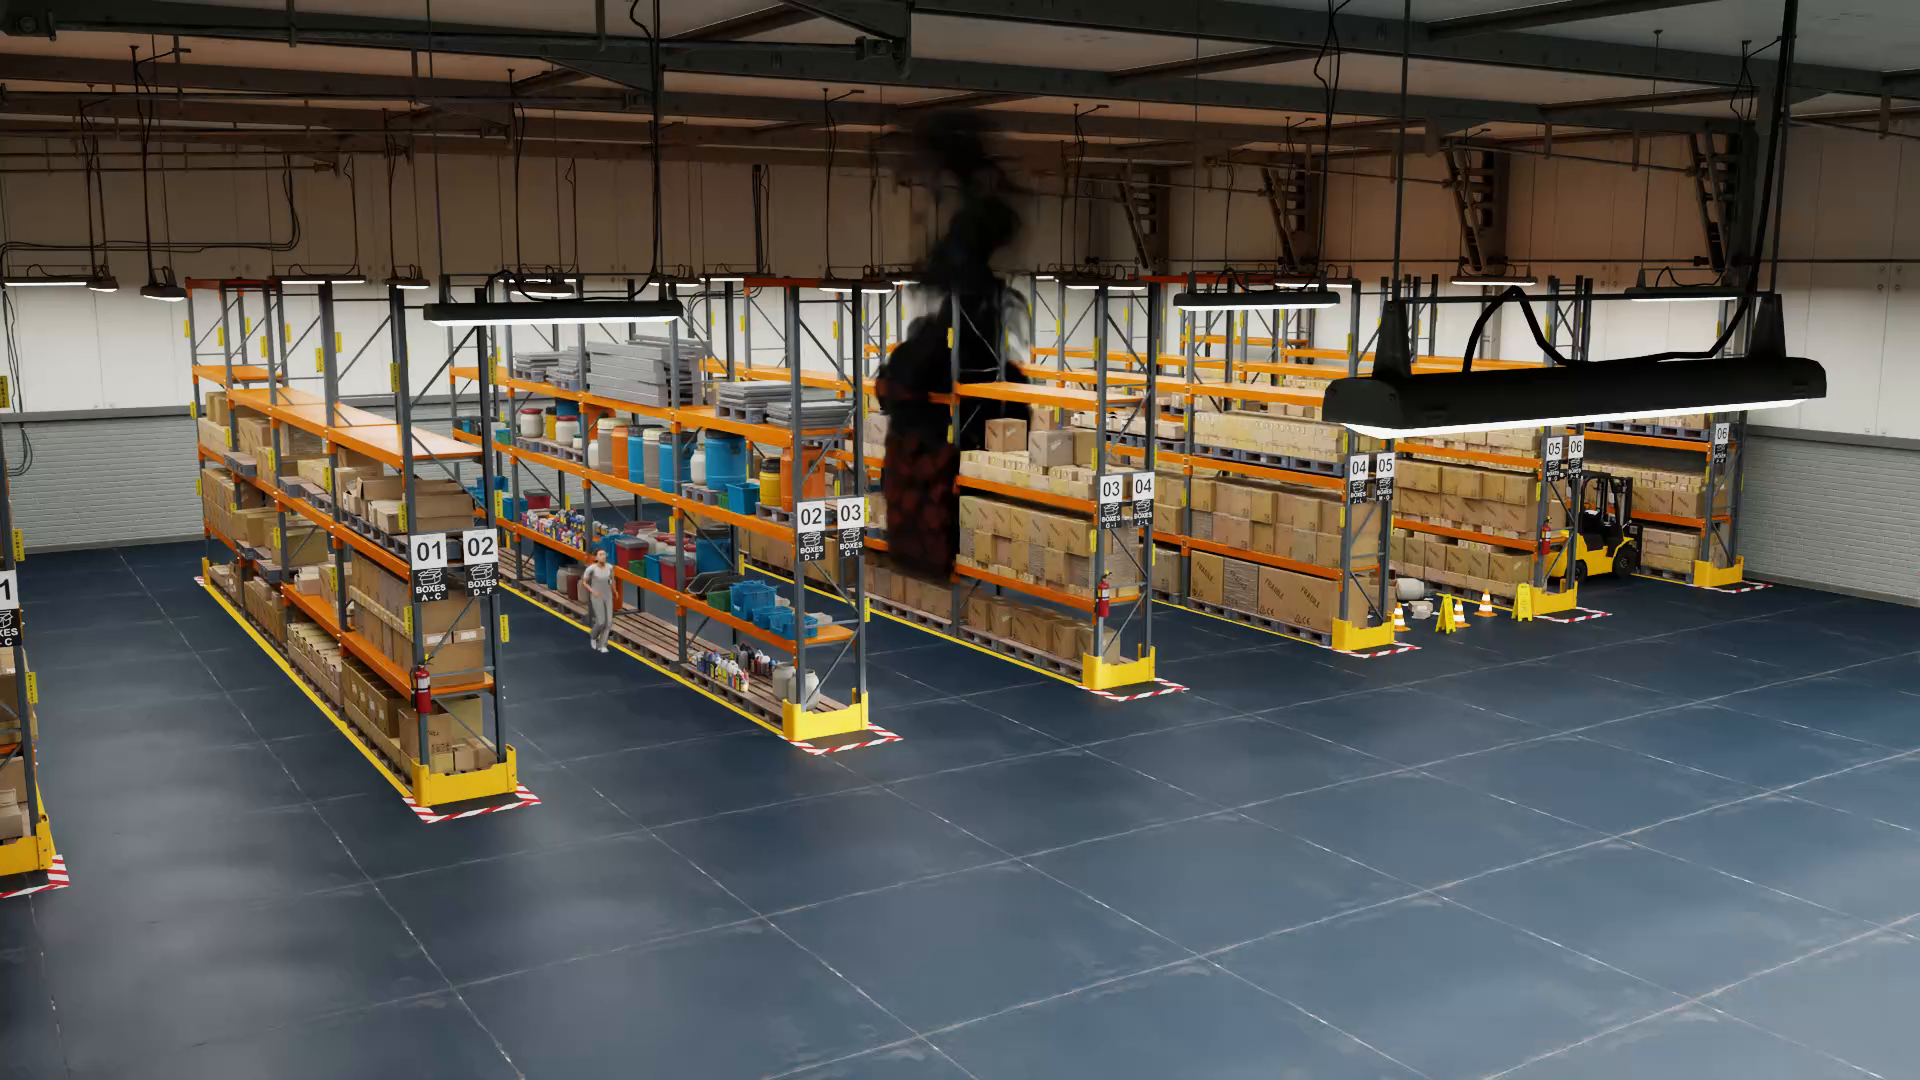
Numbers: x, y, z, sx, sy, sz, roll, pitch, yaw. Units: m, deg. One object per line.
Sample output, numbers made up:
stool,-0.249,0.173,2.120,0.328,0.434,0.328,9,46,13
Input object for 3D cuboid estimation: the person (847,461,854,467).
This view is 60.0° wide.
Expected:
person,-2.873,-1.423,41.854,0.492,1.537,0.650,-3,10,-18

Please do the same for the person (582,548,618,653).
person,-5.577,0.922,25.859,0.549,1.636,0.506,-8,12,-38

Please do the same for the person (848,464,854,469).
person,-2.549,-0.925,38.527,0.663,1.680,0.603,-5,11,-26
